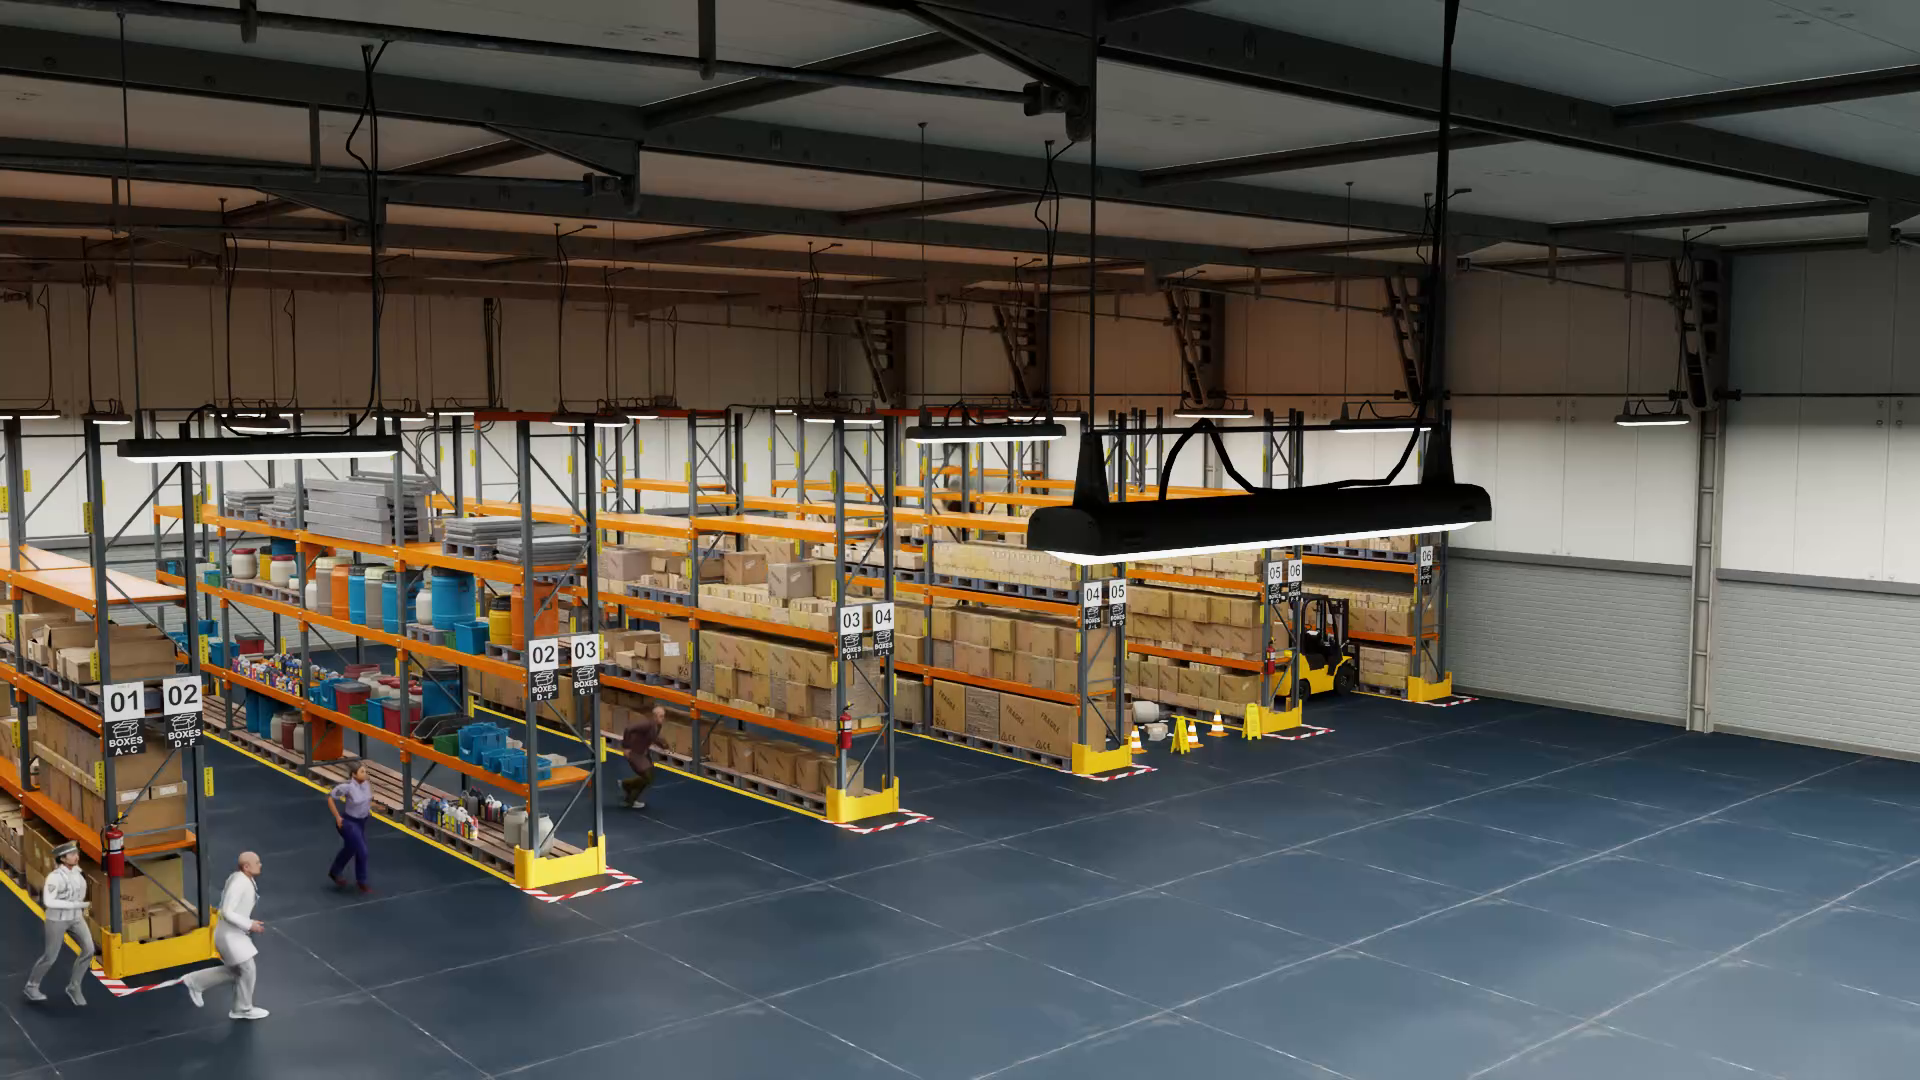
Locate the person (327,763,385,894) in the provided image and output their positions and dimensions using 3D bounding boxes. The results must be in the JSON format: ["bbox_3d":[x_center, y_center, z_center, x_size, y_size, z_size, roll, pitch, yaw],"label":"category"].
[{"bbox_3d":[-7.740,3.675,21.205,0.857,1.707,0.538,1,5,11],"label":"person"}]

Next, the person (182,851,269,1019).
[{"bbox_3d":[-7.379,4.011,16.751,0.747,1.738,0.696,-1,5,-12],"label":"person"}]

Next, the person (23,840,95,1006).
[{"bbox_3d":[-9.322,3.981,17.340,0.736,1.740,0.579,1,5,14],"label":"person"}]

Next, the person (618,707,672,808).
[{"bbox_3d":[-4.817,3.320,25.302,0.868,1.597,0.736,1,5,16],"label":"person"}]
